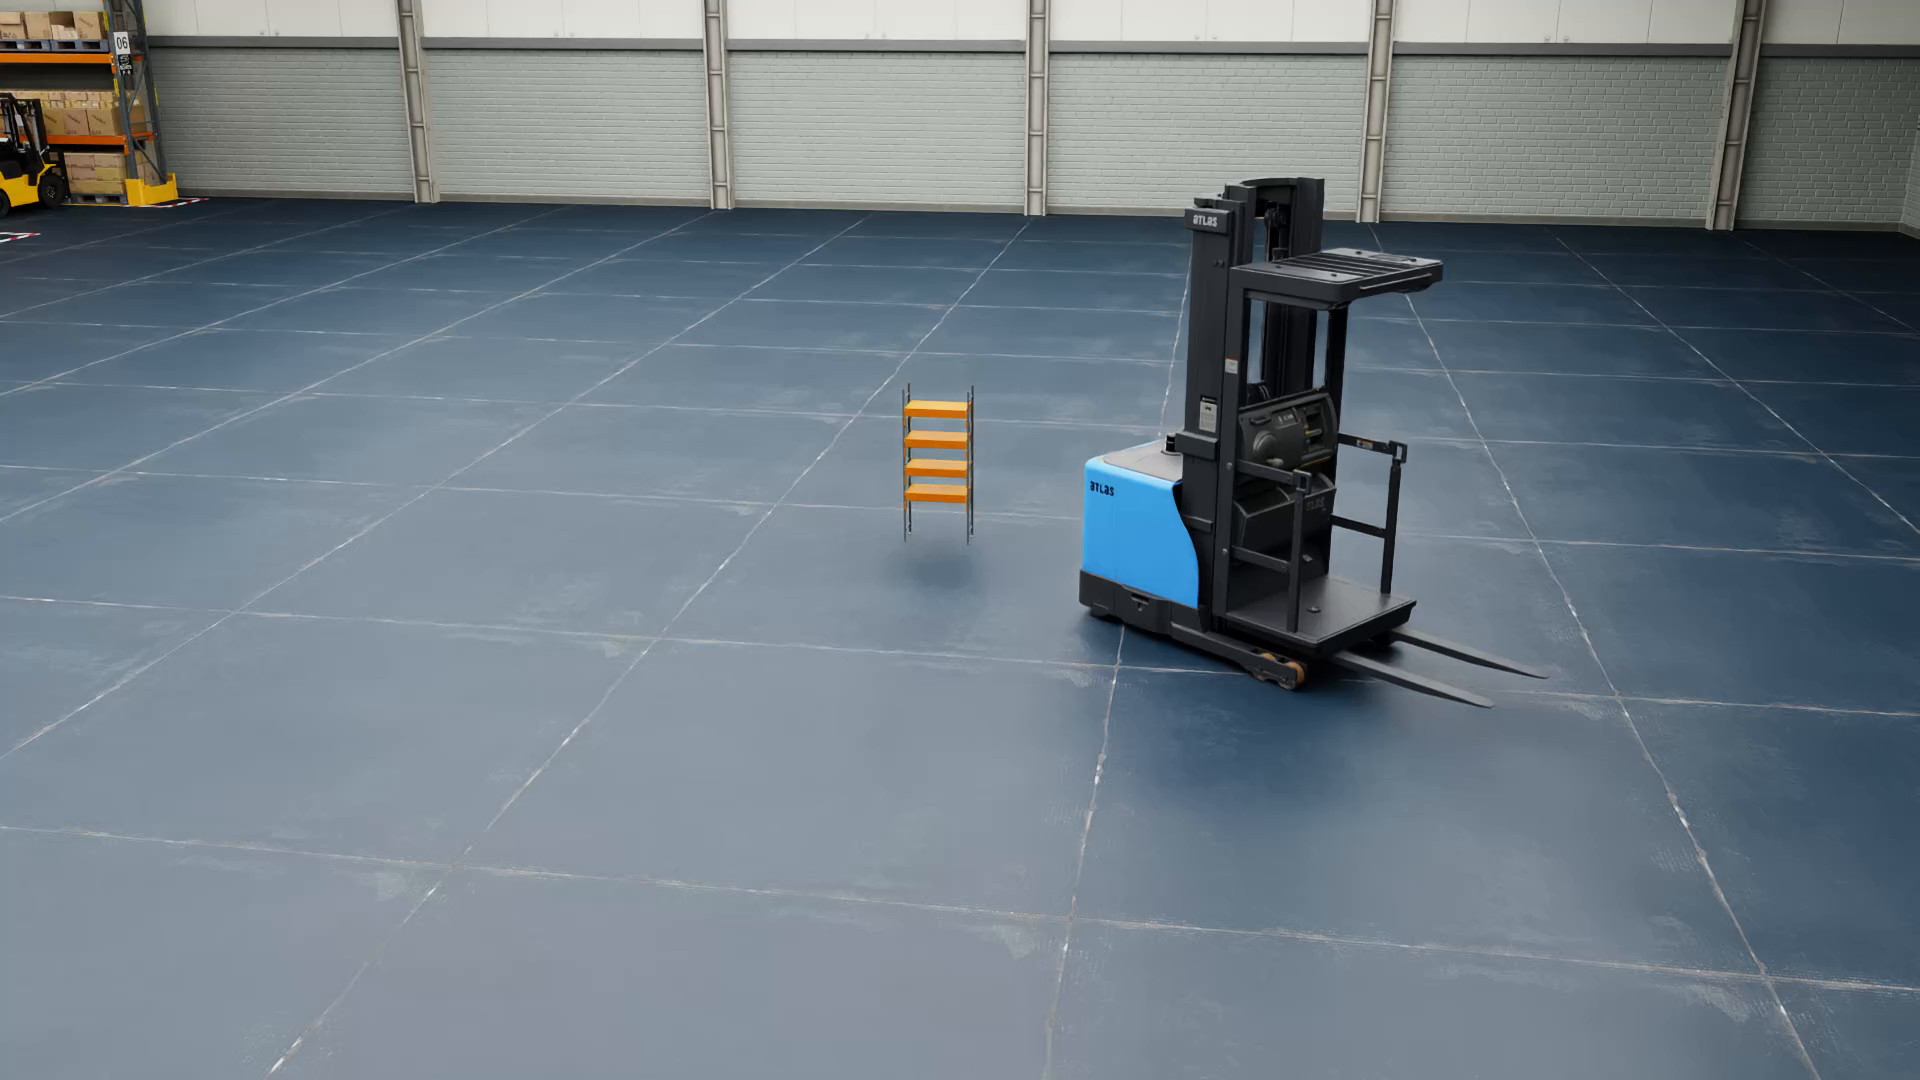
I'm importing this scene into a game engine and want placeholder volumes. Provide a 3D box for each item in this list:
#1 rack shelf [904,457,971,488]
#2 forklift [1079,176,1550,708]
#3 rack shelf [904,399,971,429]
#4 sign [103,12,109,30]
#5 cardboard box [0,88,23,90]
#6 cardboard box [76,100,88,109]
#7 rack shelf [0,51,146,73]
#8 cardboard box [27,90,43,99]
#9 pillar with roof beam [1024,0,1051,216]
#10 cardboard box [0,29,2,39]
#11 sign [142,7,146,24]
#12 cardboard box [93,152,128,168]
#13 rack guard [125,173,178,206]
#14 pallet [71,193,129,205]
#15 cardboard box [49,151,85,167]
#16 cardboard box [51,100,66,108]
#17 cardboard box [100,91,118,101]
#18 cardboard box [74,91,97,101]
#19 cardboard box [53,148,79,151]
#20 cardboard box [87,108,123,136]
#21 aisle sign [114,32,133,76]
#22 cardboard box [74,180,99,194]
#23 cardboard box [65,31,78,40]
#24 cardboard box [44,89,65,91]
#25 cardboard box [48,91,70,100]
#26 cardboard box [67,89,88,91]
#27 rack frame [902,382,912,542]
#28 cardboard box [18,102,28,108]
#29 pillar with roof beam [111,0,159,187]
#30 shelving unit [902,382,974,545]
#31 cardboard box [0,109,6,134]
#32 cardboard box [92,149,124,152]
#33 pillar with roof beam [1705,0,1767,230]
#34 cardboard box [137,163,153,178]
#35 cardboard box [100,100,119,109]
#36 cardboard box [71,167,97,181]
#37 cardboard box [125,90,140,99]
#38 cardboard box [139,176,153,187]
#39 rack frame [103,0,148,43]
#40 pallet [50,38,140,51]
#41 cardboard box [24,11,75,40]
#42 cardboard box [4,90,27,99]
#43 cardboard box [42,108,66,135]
[{"bbox_3d":[-0.163,-0.514,12.651,0.480,0.148,0.258,3,19,9],"label":"rack shelf"},{"bbox_3d":[2.180,-0.666,10.167,1.130,2.935,3.031,-16,25,-40],"label":"forklift"},{"bbox_3d":[-0.163,-0.950,12.505,0.480,0.148,0.258,3,19,9],"label":"rack shelf"},{"bbox_3d":[-15.924,-9.684,31.012,0.005,0.325,0.100,3,19,9],"label":"sign"},{"bbox_3d":[-18.648,-8.797,32.710,0.250,0.149,0.380,3,19,8],"label":"cardboard box"},{"bbox_3d":[-16.714,-8.369,31.900,0.250,0.149,0.380,3,19,10],"label":"cardboard box"},{"bbox_3d":[-17.798,-9.230,32.061,4.000,0.370,1.077,3,19,9],"label":"rack shelf"},{"bbox_3d":[-17.726,-8.572,32.038,0.250,0.149,0.380,3,19,9],"label":"cardboard box"},{"bbox_3d":[0.721,-8.956,25.381,0.400,9.000,9.100,3,19,9],"label":"pillar with roof beam"},{"bbox_3d":[-18.356,-9.685,31.679,0.258,0.266,0.396,2,19,7],"label":"cardboard box"},{"bbox_3d":[-15.730,-10.097,32.014,0.005,0.325,0.100,3,19,9],"label":"sign"},{"bbox_3d":[-16.328,-7.343,32.111,0.500,0.250,0.500,4,19,10],"label":"cardboard box"},{"bbox_3d":[-15.800,-6.862,32.515,0.348,0.500,1.175,3,19,9],"label":"rack guard"},{"bbox_3d":[-16.585,-6.751,32.641,1.213,0.211,1.003,3,19,9],"label":"pallet"},{"bbox_3d":[-17.333,-7.389,32.248,0.500,0.250,0.500,3,19,9],"label":"cardboard box"},{"bbox_3d":[-17.228,-8.384,31.944,0.250,0.149,0.380,2,19,7],"label":"cardboard box"},{"bbox_3d":[-16.211,-8.496,31.813,0.250,0.149,0.380,3,19,9],"label":"cardboard box"},{"bbox_3d":[-16.722,-8.504,31.835,0.250,0.149,0.380,3,19,10],"label":"cardboard box"},{"bbox_3d":[-17.759,-7.582,32.823,0.500,0.250,0.500,3,19,8],"label":"cardboard box"},{"bbox_3d":[-16.351,-8.038,31.935,0.500,0.500,0.500,3,19,7],"label":"cardboard box"},{"bbox_3d":[-15.805,-9.186,31.425,0.004,0.787,0.394,3,19,9],"label":"aisle sign"},{"bbox_3d":[-16.827,-6.896,32.351,0.500,0.250,0.500,3,19,9],"label":"cardboard box"},{"bbox_3d":[-16.690,-9.545,31.444,0.250,0.149,0.380,2,19,7],"label":"cardboard box"},{"bbox_3d":[-17.644,-8.715,32.466,0.250,0.149,0.380,3,19,9],"label":"cardboard box"},{"bbox_3d":[-17.231,-8.518,31.877,0.250,0.149,0.380,3,19,10],"label":"cardboard box"},{"bbox_3d":[-17.144,-8.683,32.372,0.250,0.149,0.380,4,19,10],"label":"cardboard box"},{"bbox_3d":[-0.404,-0.590,12.667,0.015,1.200,0.240,3,19,9],"label":"rack frame"},{"bbox_3d":[-17.977,-8.422,32.060,0.250,0.149,0.380,3,19,8],"label":"cardboard box"},{"bbox_3d":[-17.051,-9.862,28.088,0.400,9.000,9.100,3,19,9],"label":"pillar with roof beam"},{"bbox_3d":[-0.163,-0.577,12.630,0.503,1.200,0.258,3,19,9],"label":"shelving unit"},{"bbox_3d":[-18.359,-8.147,32.259,0.500,0.500,0.500,3,19,8],"label":"cardboard box"},{"bbox_3d":[-16.762,-7.525,32.655,0.500,0.250,0.500,3,19,9],"label":"cardboard box"},{"bbox_3d":[12.569,-8.352,23.576,0.400,9.000,9.100,3,19,9],"label":"pillar with roof beam"},{"bbox_3d":[-16.255,-7.269,32.678,0.500,0.250,0.500,3,19,10],"label":"cardboard box"},{"bbox_3d":[-16.211,-8.333,31.793,0.250,0.149,0.380,3,19,9],"label":"cardboard box"},{"bbox_3d":[-16.847,-7.136,32.279,0.500,0.250,0.500,3,19,8],"label":"cardboard box"},{"bbox_3d":[-16.121,-8.628,32.207,0.250,0.149,0.380,3,19,8],"label":"cardboard box"},{"bbox_3d":[-16.278,-7.030,32.749,0.500,0.250,0.500,3,19,9],"label":"cardboard box"},{"bbox_3d":[-15.824,-10.893,31.170,0.127,3.000,1.000,3,19,9],"label":"rack frame"},{"bbox_3d":[-16.518,-9.473,31.791,1.213,0.211,1.003,3,19,9],"label":"pallet"},{"bbox_3d":[-17.295,-9.794,31.634,0.500,0.500,0.700,3,19,9],"label":"cardboard box"},{"bbox_3d":[-18.221,-8.597,32.113,0.250,0.149,0.380,3,19,8],"label":"cardboard box"},{"bbox_3d":[-17.368,-8.093,32.098,0.500,0.500,0.500,3,19,8],"label":"cardboard box"}]
